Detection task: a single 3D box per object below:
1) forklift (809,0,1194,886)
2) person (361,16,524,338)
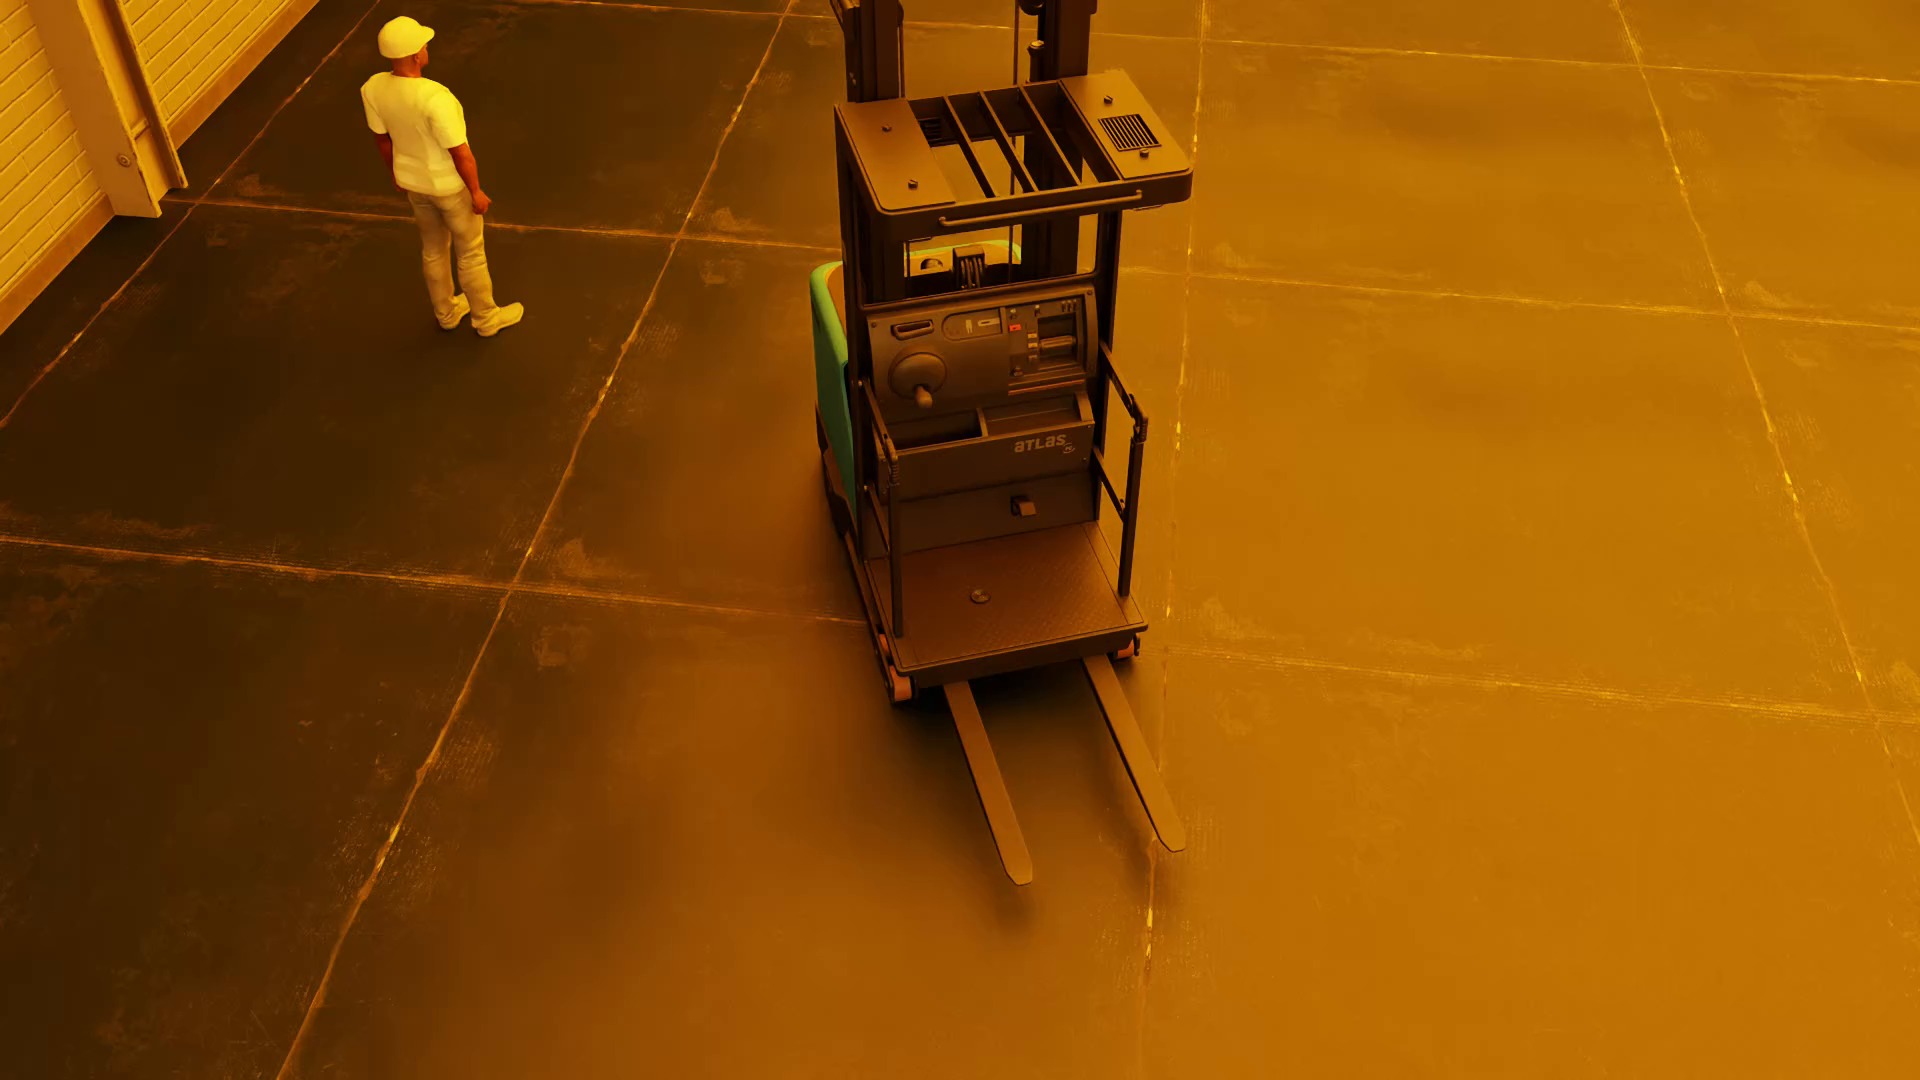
[{"bbox_3d":[0.153,-0.681,6.465,1.130,2.935,3.031,-10,44,-11],"label":"forklift"},{"bbox_3d":[-2.696,-1.868,8.618,0.569,1.771,0.369,17,45,17],"label":"person"}]
